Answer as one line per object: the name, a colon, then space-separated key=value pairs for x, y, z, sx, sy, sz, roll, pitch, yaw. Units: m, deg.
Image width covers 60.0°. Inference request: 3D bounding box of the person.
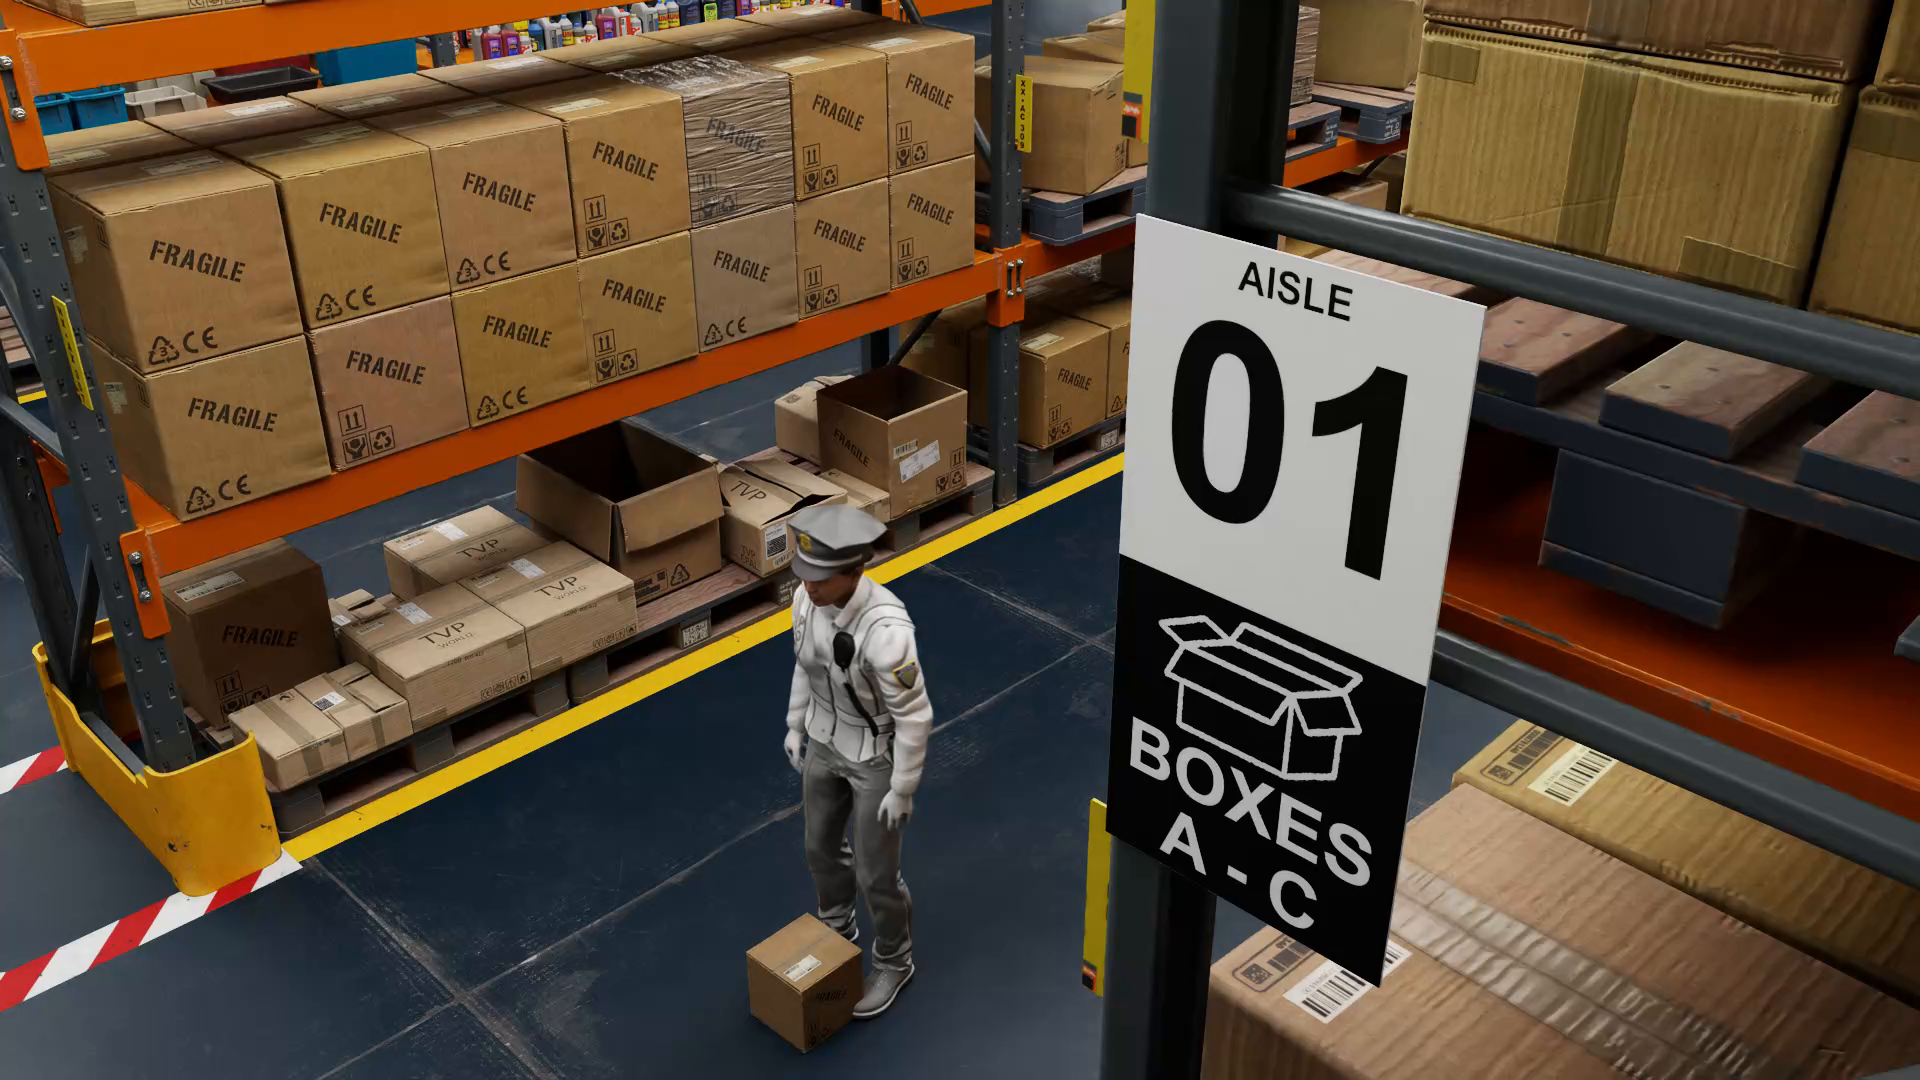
person: x=-0.312 y=0.646 z=4.902 sx=0.531 sy=1.661 sz=0.377 roll=24 pitch=36 yaw=38
